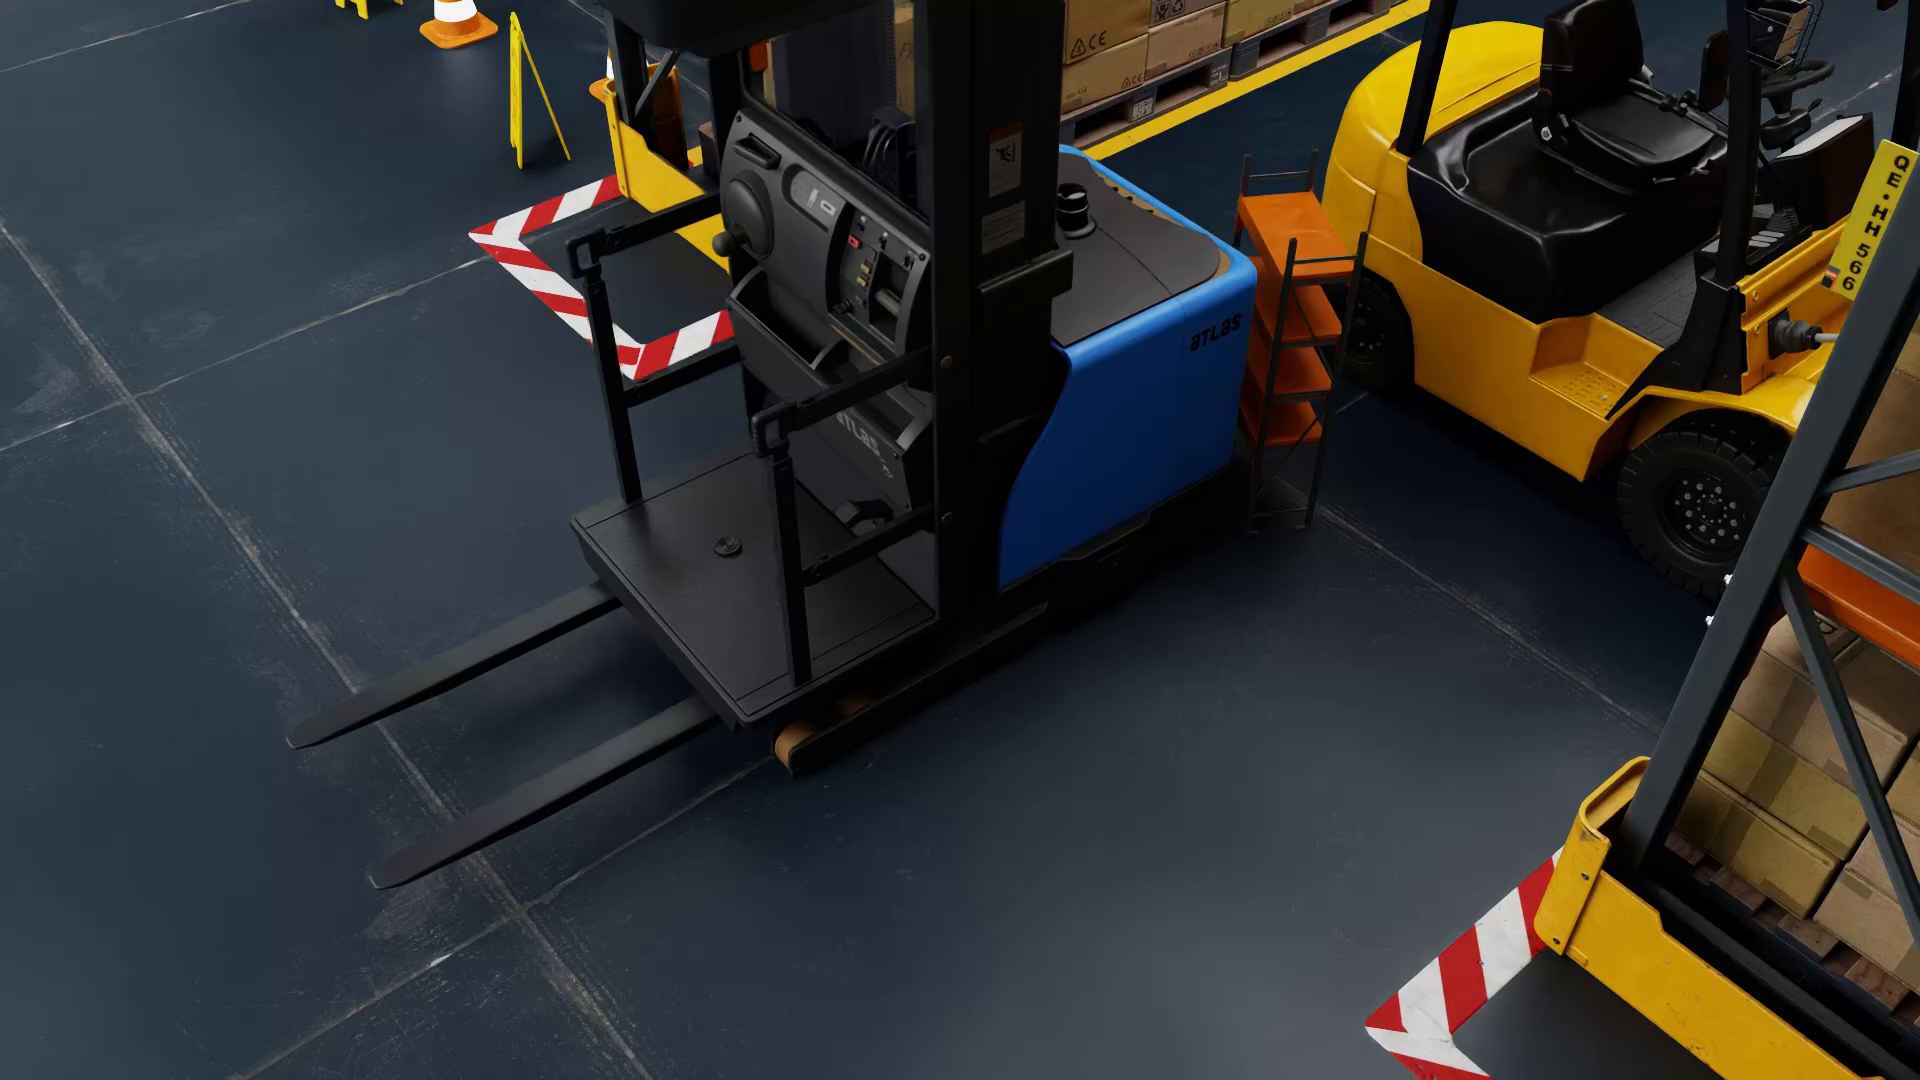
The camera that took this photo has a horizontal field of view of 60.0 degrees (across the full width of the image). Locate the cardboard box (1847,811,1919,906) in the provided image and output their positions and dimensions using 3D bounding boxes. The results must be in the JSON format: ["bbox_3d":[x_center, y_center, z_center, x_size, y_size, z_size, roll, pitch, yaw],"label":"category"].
[{"bbox_3d":[2.582,0.767,4.079,0.500,0.250,0.500,-29,50,-27],"label":"cardboard box"}]

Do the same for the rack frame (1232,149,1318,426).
[{"bbox_3d":[1.027,-0.801,5.726,0.240,1.200,0.015,-6,44,-6],"label":"rack frame"}]

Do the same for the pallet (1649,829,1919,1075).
[{"bbox_3d":[2.648,0.856,4.685,1.213,0.211,1.003,-30,51,-28],"label":"pallet"}]

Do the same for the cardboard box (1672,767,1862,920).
[{"bbox_3d":[2.246,0.674,4.543,0.500,0.250,0.500,-29,51,-28],"label":"cardboard box"}]

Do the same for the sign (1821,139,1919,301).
[{"bbox_3d":[1.751,-0.602,3.182,0.005,0.325,0.100,-30,51,-28],"label":"sign"}]

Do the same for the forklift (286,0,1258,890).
[{"bbox_3d":[-0.548,-0.782,4.441,3.031,2.935,1.130,-27,50,-26],"label":"forklift"}]

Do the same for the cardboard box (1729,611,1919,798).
[{"bbox_3d":[2.241,0.316,4.194,0.500,0.250,0.500,-28,50,-27],"label":"cardboard box"}]

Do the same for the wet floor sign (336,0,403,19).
[{"bbox_3d":[-3.104,-3.052,8.528,0.267,0.644,0.232,30,51,28],"label":"wet floor sign"}]

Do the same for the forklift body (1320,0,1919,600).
[{"bbox_3d":[2.372,-1.284,5.547,1.214,2.155,2.313,-30,51,-28],"label":"forklift body"}]

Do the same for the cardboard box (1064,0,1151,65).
[{"bbox_3d":[0.503,-2.500,7.375,0.500,0.500,0.500,-29,50,-27],"label":"cardboard box"}]

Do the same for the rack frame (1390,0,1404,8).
[{"bbox_3d":[1.969,-4.165,7.993,0.127,3.000,1.000,-30,51,-28],"label":"rack frame"}]

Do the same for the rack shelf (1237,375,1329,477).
[{"bbox_3d":[1.065,-0.442,5.732,0.258,0.148,0.480,-6,44,-6],"label":"rack shelf"}]

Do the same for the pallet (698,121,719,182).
[{"bbox_3d":[-0.395,-1.763,7.473,1.213,0.211,1.003,-30,51,-28],"label":"pallet"}]

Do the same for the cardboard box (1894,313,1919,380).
[{"bbox_3d":[2.175,-0.375,3.412,0.250,0.149,0.380,-29,50,-27],"label":"cardboard box"}]

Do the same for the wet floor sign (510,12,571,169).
[{"bbox_3d":[-1.931,-2.028,7.438,0.232,0.644,0.267,-14,45,-14],"label":"wet floor sign"}]

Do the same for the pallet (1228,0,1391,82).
[{"bbox_3d":[1.477,-2.835,8.614,1.213,0.211,1.003,-30,51,-28],"label":"pallet"}]

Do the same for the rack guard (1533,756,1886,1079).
[{"bbox_3d":[2.070,1.119,4.194,0.348,0.500,1.175,-30,51,-28],"label":"rack guard"}]

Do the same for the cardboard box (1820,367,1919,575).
[{"bbox_3d":[2.297,-0.193,3.692,0.500,0.500,0.500,-31,51,-29],"label":"cardboard box"}]

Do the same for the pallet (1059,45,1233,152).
[{"bbox_3d":[0.540,-2.296,8.041,1.213,0.211,1.003,-30,51,-28],"label":"pallet"}]

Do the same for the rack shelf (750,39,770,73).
[{"bbox_3d":[0.435,-3.024,7.304,4.000,0.370,1.077,-30,51,-28],"label":"rack shelf"}]

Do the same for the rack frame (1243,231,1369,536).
[{"bbox_3d":[1.102,-0.470,5.375,0.240,1.200,0.015,-6,44,-6],"label":"rack frame"}]

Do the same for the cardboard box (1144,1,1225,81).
[{"bbox_3d":[0.893,-2.455,7.874,0.500,0.250,0.500,-29,50,-27],"label":"cardboard box"}]

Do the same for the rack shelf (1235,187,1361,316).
[{"bbox_3d":[1.065,-0.922,5.281,0.258,0.148,0.480,-6,44,-6],"label":"rack shelf"}]

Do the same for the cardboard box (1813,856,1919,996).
[{"bbox_3d":[2.591,0.933,4.267,0.500,0.250,0.500,-30,51,-28],"label":"cardboard box"}]

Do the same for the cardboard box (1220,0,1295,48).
[{"bbox_3d":[1.286,-2.676,8.109,0.500,0.250,0.500,-31,51,-29],"label":"cardboard box"}]

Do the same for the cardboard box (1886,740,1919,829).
[{"bbox_3d":[2.578,0.570,3.923,0.500,0.250,0.500,-31,51,-28],"label":"cardboard box"}]

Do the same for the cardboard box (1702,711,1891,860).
[{"bbox_3d":[2.261,0.486,4.378,0.500,0.250,0.500,-30,51,-28],"label":"cardboard box"}]

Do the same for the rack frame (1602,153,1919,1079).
[{"bbox_3d":[2.088,0.197,3.349,0.127,3.000,1.000,-30,51,-28],"label":"rack frame"}]

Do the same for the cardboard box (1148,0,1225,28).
[{"bbox_3d":[0.908,-2.739,7.629,0.500,0.500,0.500,-27,50,-26],"label":"cardboard box"}]

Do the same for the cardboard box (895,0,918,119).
[{"bbox_3d":[-0.285,-2.052,6.898,0.500,0.500,0.500,-32,52,-29],"label":"cardboard box"}]

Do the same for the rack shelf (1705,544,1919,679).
[{"bbox_3d":[3.622,-0.419,4.531,4.000,0.370,1.077,-30,51,-28],"label":"rack shelf"}]

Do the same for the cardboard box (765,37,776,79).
[{"bbox_3d":[-0.652,-2.321,7.184,0.500,0.500,0.500,-29,51,-28],"label":"cardboard box"}]

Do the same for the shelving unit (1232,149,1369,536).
[{"bbox_3d":[1.065,-0.636,5.550,0.258,1.200,0.503,-6,44,-6],"label":"shelving unit"}]

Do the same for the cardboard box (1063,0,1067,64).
[{"bbox_3d":[0.113,-2.284,7.145,0.500,0.500,0.500,-32,52,-29],"label":"cardboard box"}]

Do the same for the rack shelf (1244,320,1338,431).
[{"bbox_3d":[1.065,-0.586,5.596,0.258,0.148,0.480,-6,44,-6],"label":"rack shelf"}]

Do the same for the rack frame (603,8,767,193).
[{"bbox_3d":[-1.099,-2.408,6.123,0.127,3.000,1.000,-30,51,-28],"label":"rack frame"}]

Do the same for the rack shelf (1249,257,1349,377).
[{"bbox_3d":[1.065,-0.750,5.443,0.258,0.148,0.480,-6,44,-6],"label":"rack shelf"}]

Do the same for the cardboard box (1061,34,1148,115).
[{"bbox_3d":[0.504,-2.234,7.640,0.500,0.250,0.500,-26,49,-25],"label":"cardboard box"}]

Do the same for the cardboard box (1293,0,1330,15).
[{"bbox_3d":[1.688,-2.915,8.364,0.500,0.250,0.500,-28,50,-26],"label":"cardboard box"}]

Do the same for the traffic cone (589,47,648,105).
[{"bbox_3d":[-1.597,-2.349,7.914,0.334,0.463,0.336,-30,51,-28],"label":"traffic cone"}]

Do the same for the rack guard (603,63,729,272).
[{"bbox_3d":[-1.041,-1.530,7.014,0.348,0.500,1.175,-30,51,-28],"label":"rack guard"}]

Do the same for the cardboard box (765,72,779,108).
[{"bbox_3d":[-0.633,-2.065,7.460,0.500,0.250,0.500,-30,51,-28],"label":"cardboard box"}]

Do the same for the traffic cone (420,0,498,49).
[{"bbox_3d":[-2.570,-2.783,8.375,0.334,0.463,0.336,-30,51,-28],"label":"traffic cone"}]
